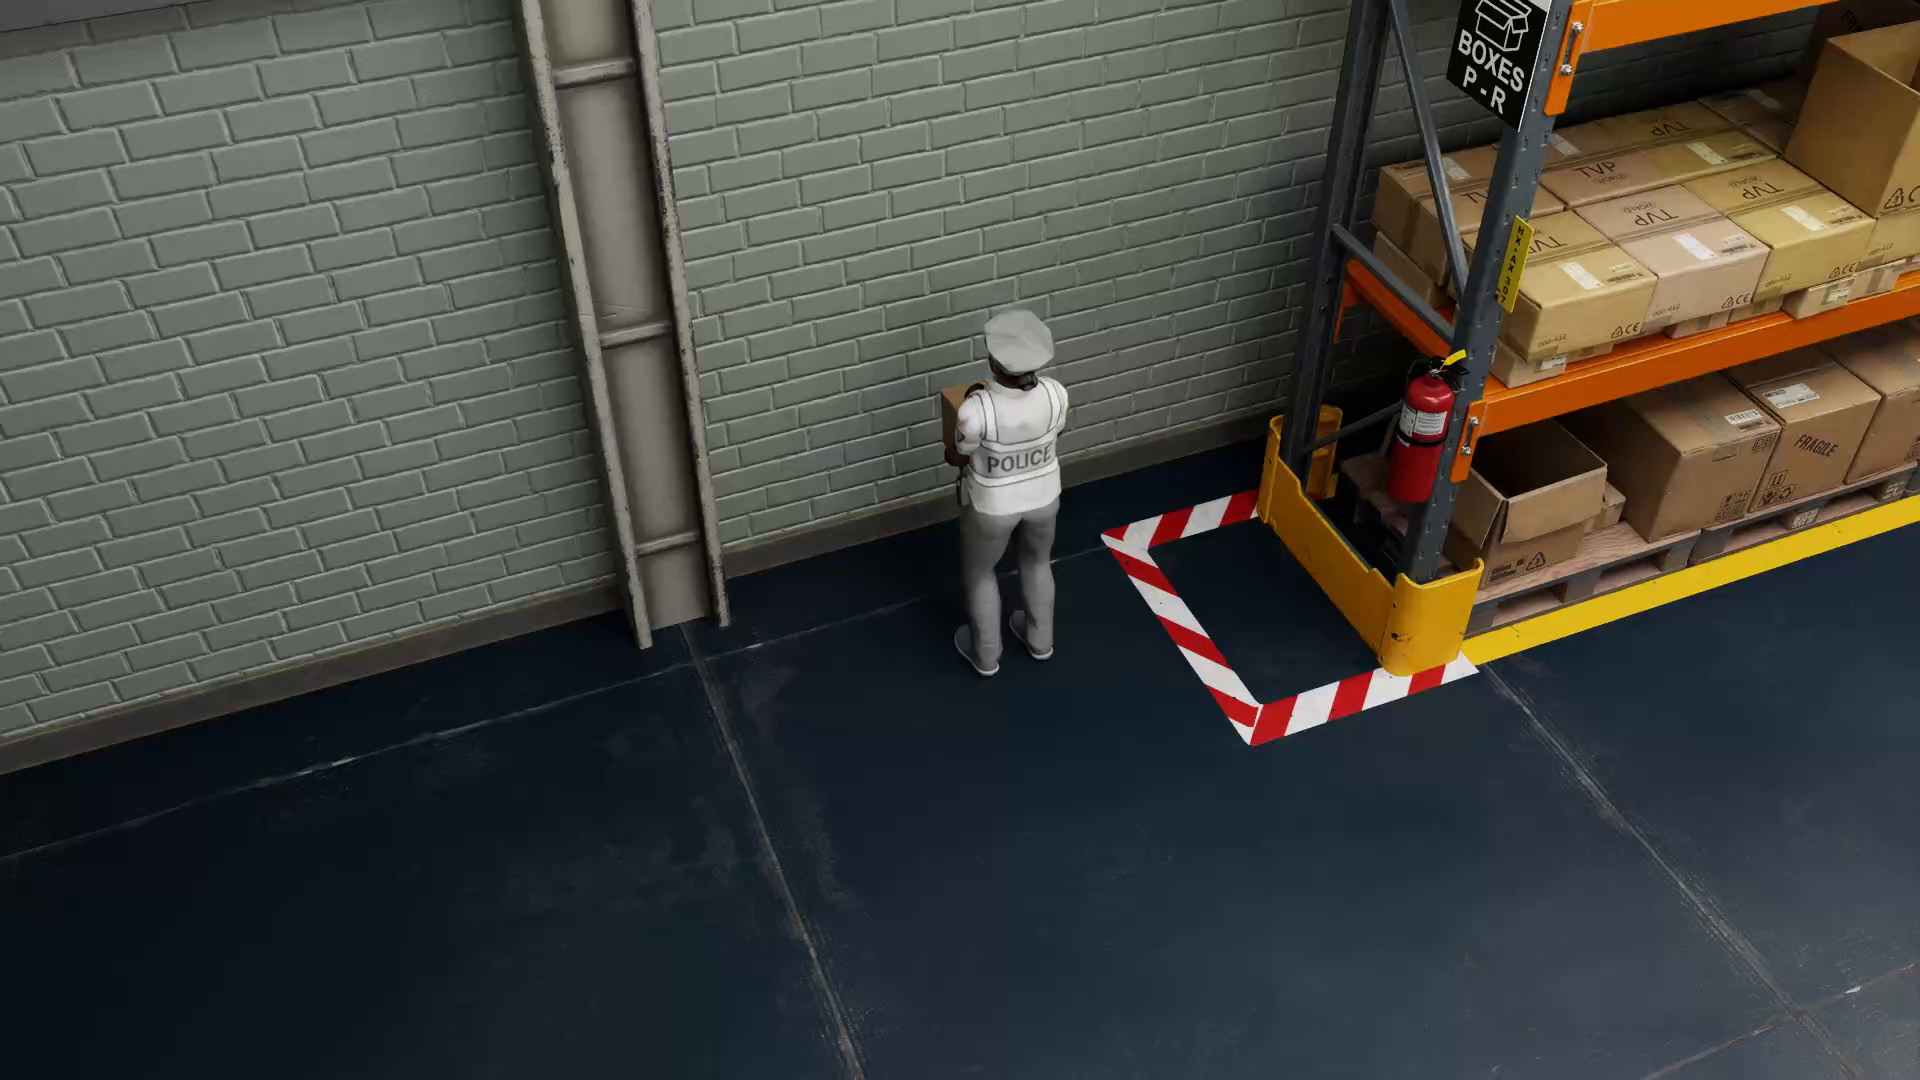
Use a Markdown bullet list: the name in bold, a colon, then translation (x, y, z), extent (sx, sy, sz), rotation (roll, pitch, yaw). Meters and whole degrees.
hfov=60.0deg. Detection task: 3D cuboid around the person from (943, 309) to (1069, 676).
- **person**: translation (0.161, -0.214, 6.381), extent (0.450, 1.688, 0.530), rotation (-15, 44, -16)
